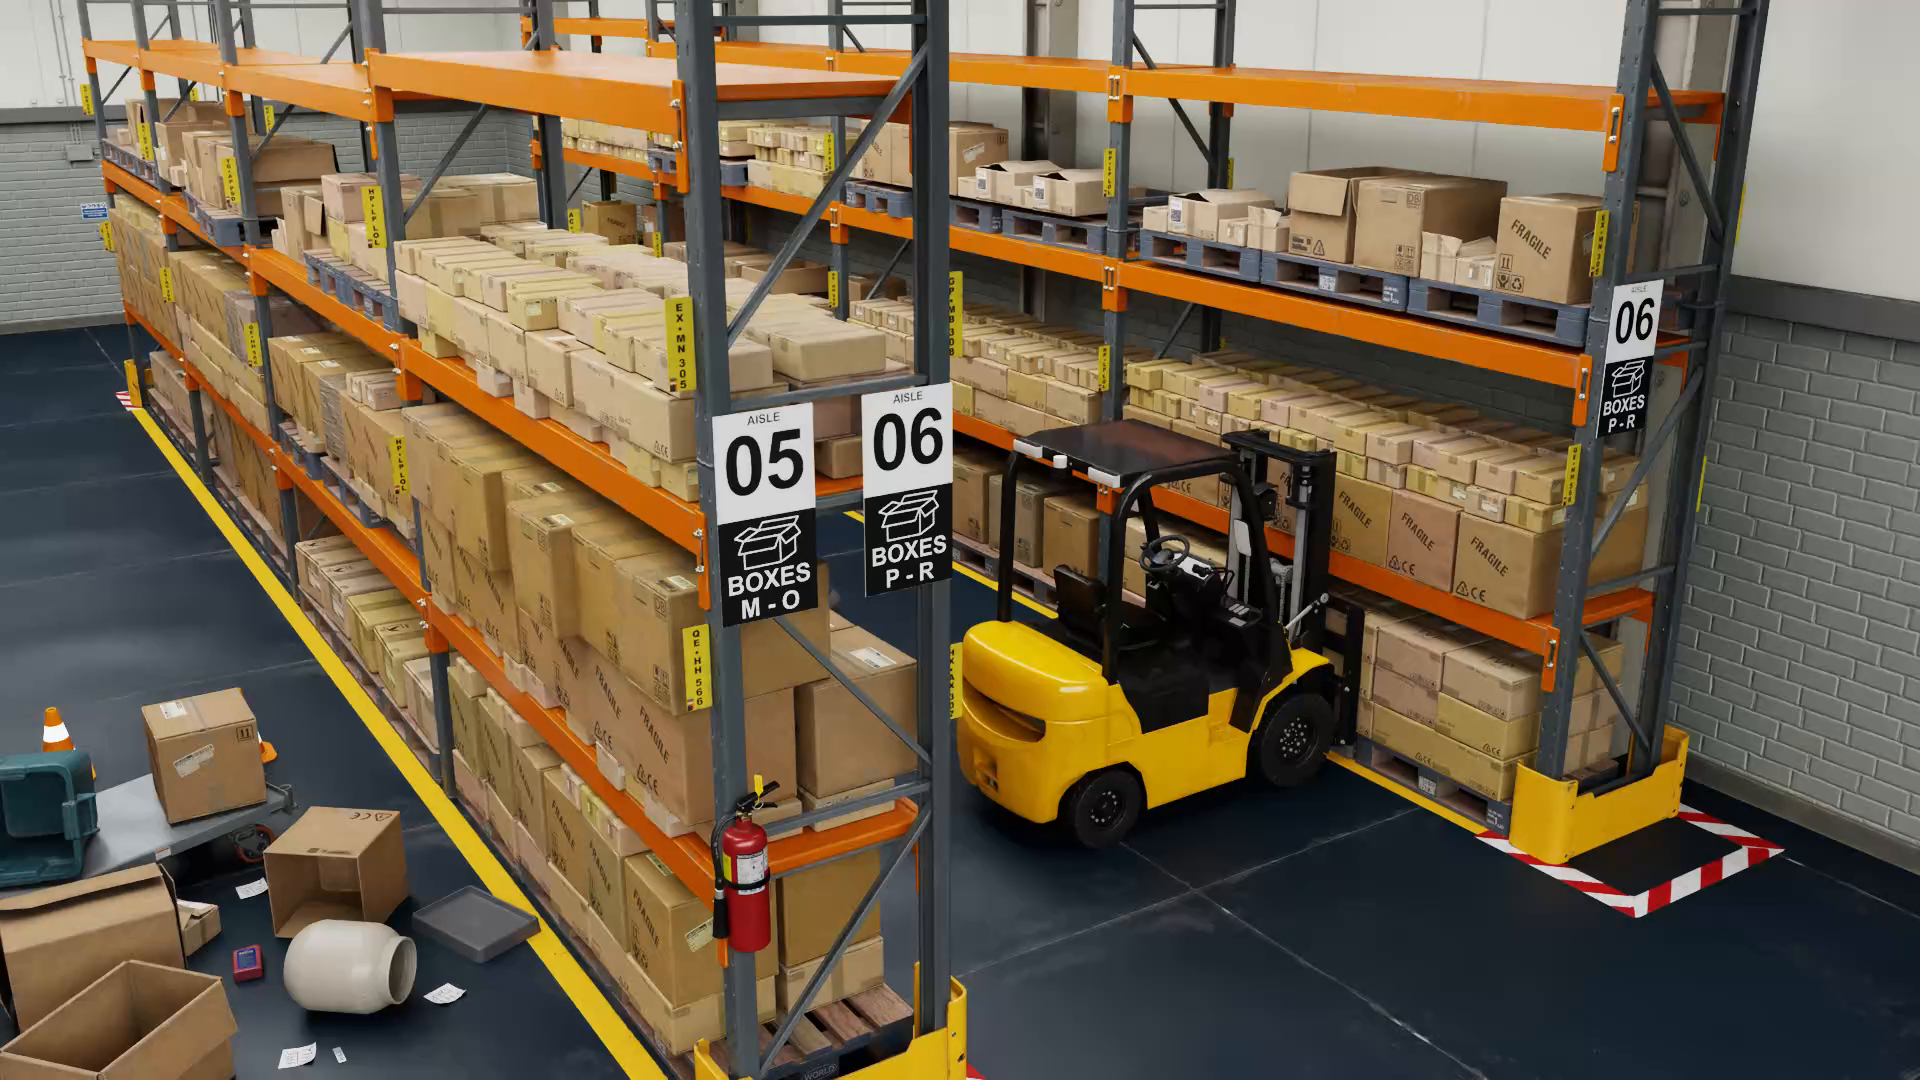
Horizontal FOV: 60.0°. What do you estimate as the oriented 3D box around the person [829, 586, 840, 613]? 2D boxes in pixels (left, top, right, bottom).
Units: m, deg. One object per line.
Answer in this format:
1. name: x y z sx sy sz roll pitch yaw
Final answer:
1. person: -1.256 0.403 12.035 0.814 0.928 0.496 -12 22 -32
